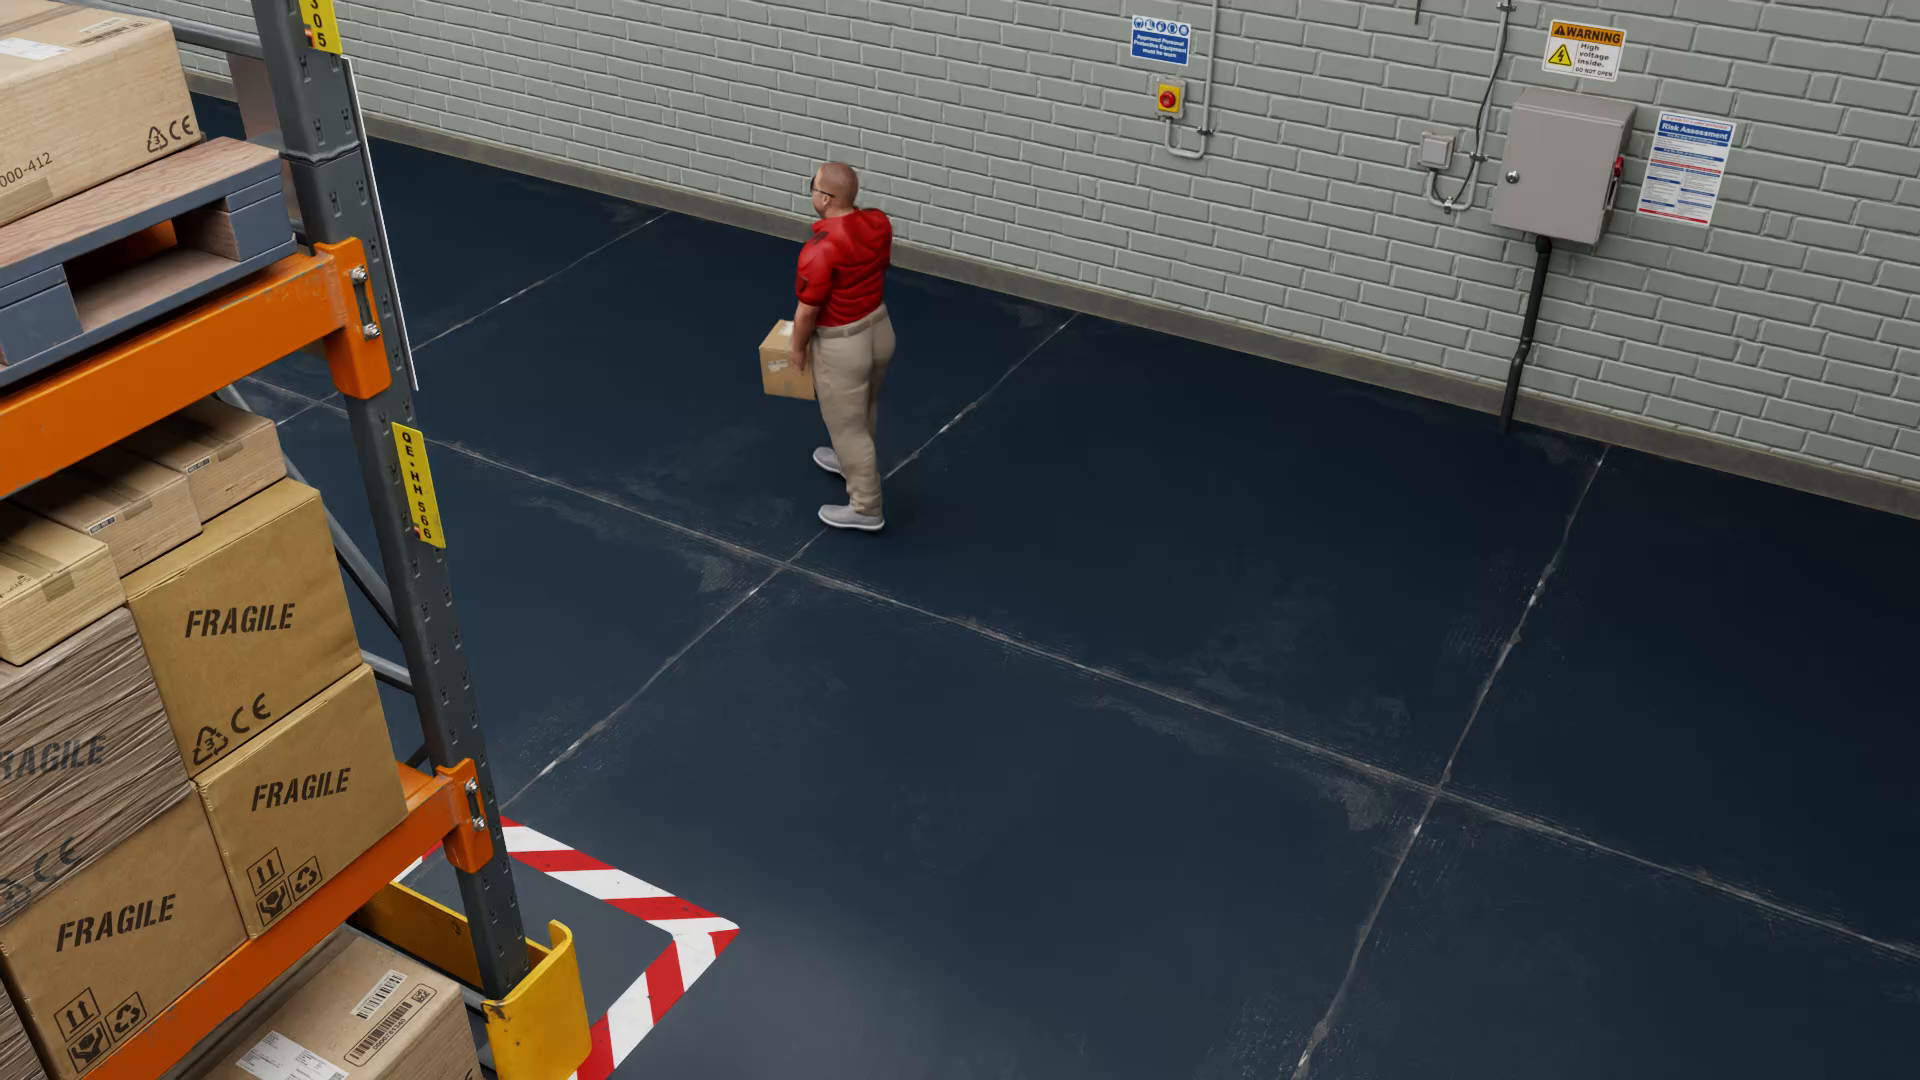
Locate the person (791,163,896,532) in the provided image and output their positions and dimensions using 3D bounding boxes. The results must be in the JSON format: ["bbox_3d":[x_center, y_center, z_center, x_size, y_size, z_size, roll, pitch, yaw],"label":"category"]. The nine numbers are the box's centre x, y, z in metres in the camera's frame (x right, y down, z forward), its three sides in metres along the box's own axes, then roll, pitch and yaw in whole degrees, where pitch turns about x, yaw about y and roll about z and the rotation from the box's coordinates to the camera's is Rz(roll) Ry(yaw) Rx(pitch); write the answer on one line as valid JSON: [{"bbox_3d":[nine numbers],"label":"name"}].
[{"bbox_3d":[-0.583,-0.897,7.477,0.643,1.724,0.577,22,40,29],"label":"person"}]
